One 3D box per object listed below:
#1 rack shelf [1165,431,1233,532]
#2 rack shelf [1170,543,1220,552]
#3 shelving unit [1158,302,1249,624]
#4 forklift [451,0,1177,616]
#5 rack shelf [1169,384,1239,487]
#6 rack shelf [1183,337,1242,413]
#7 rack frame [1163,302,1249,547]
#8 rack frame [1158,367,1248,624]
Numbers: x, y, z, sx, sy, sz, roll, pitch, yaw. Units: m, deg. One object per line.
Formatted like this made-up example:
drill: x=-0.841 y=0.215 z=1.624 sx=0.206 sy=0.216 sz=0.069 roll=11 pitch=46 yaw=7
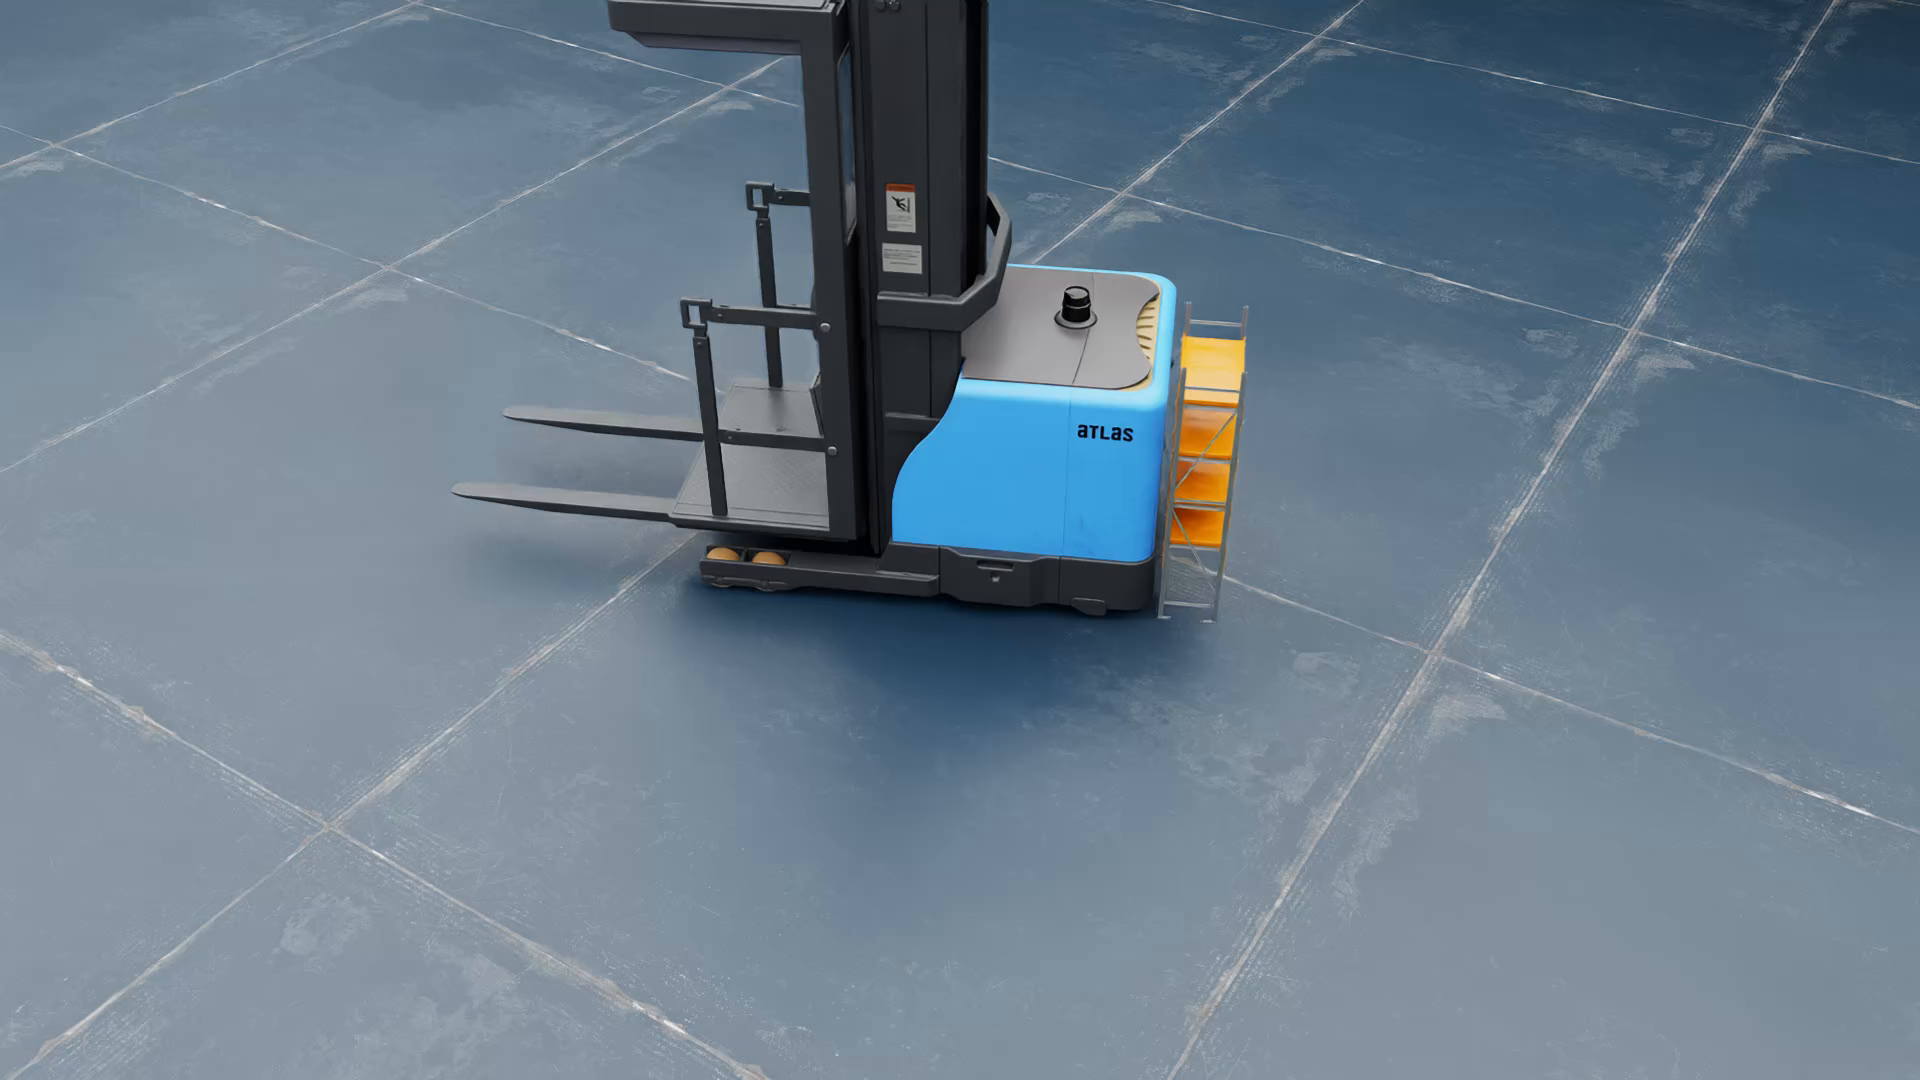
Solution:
rack shelf: x=0.967 y=-0.240 z=6.688 sx=0.258 sy=0.148 sz=0.480 roll=5 pitch=38 yaw=7
rack shelf: x=0.967 y=-0.105 z=6.792 sx=0.199 sy=0.029 sz=0.442 roll=5 pitch=38 yaw=7
shelving unit: x=0.967 y=-0.293 z=6.647 sx=0.258 sy=1.200 sz=0.503 roll=5 pitch=38 yaw=7
forklift: x=-0.647 y=-1.258 z=6.482 sx=3.031 sy=2.935 sz=1.130 roll=5 pitch=38 yaw=7
rack shelf: x=0.967 y=-0.417 z=6.552 sx=0.258 sy=0.148 sz=0.480 roll=5 pitch=38 yaw=7
rack shelf: x=0.967 y=-0.635 z=6.383 sx=0.221 sy=0.050 sz=0.457 roll=5 pitch=38 yaw=7
rack frame: x=1.002 y=-0.440 z=6.838 sx=0.240 sy=1.200 sz=0.015 roll=5 pitch=38 yaw=7
rack frame: x=0.932 y=-0.146 z=6.456 sx=0.240 sy=1.200 sz=0.015 roll=5 pitch=38 yaw=7
